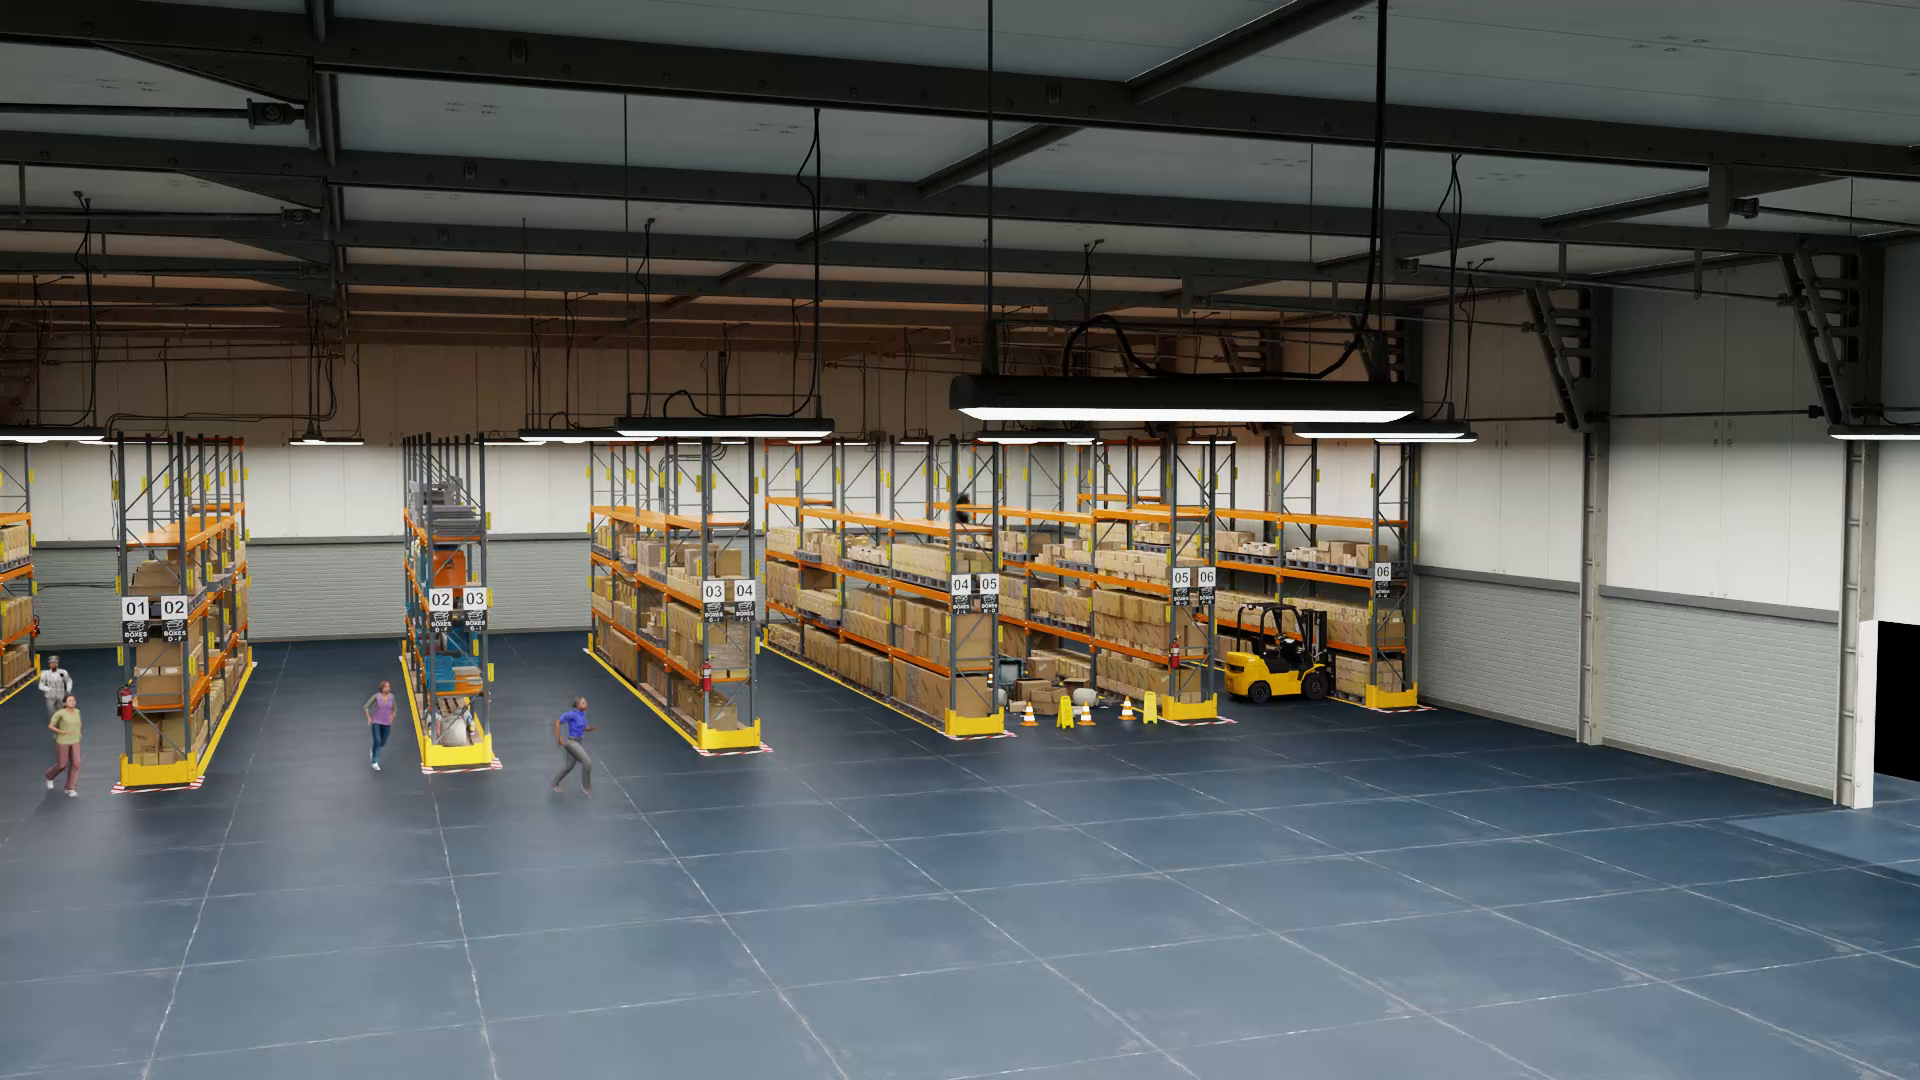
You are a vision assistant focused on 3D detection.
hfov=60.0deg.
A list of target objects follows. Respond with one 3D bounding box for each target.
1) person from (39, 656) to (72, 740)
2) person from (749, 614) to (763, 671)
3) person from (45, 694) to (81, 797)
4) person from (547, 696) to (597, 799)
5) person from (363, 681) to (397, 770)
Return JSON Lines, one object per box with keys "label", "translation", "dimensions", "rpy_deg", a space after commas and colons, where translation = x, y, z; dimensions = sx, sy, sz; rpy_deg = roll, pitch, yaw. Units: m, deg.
{"label": "person", "translation": [-17.647, 3.084, 32.477], "dimensions": [0.595, 1.660, 0.584], "rpy_deg": [-2, 4, -31]}
{"label": "person", "translation": [-5.389, 2.486, 42.749], "dimensions": [0.655, 1.742, 0.593], "rpy_deg": [-2, 4, -26]}
{"label": "person", "translation": [-14.834, 3.375, 27.578], "dimensions": [0.734, 1.669, 0.594], "rpy_deg": [2, 4, 33]}
{"label": "person", "translation": [-6.361, 3.406, 27.224], "dimensions": [0.847, 1.686, 0.599], "rpy_deg": [0, 3, 8]}
{"label": "person", "translation": [-10.415, 3.308, 29.903], "dimensions": [0.580, 1.565, 0.663], "rpy_deg": [-2, 4, -34]}
